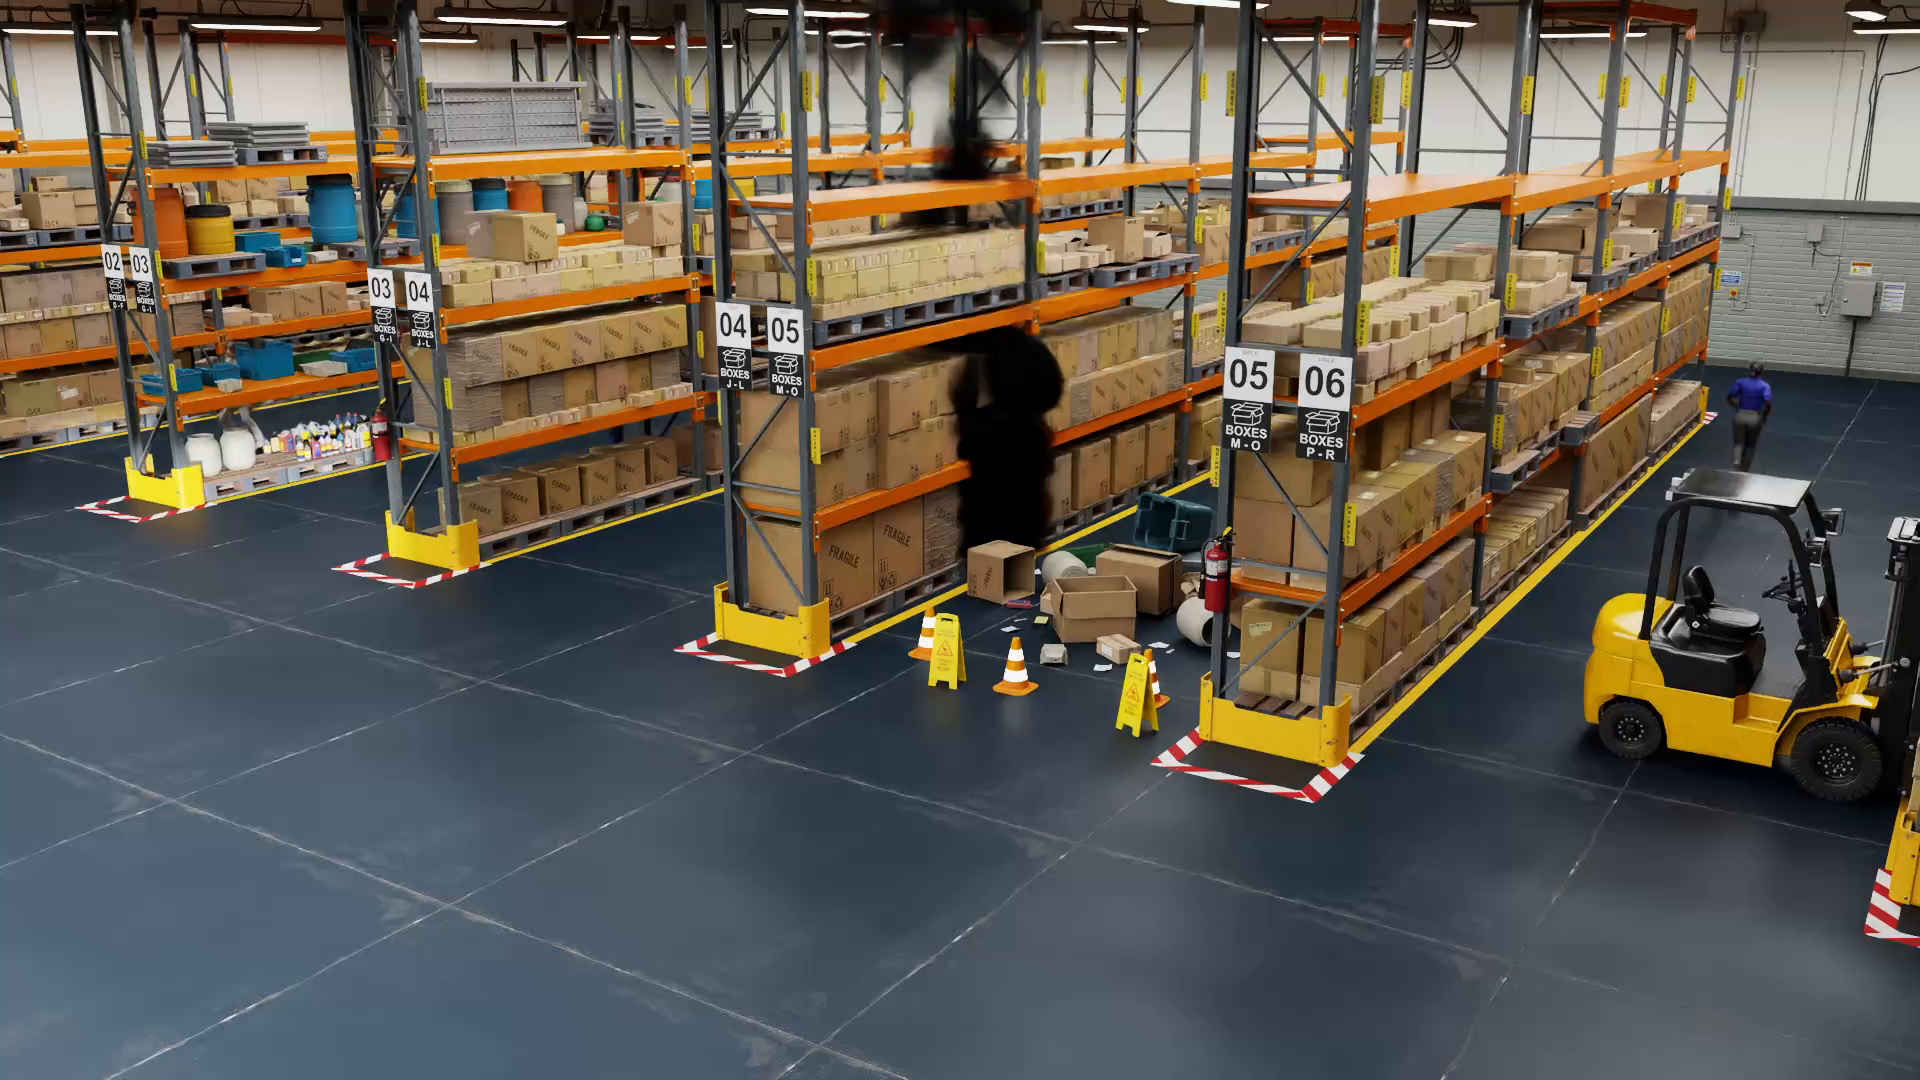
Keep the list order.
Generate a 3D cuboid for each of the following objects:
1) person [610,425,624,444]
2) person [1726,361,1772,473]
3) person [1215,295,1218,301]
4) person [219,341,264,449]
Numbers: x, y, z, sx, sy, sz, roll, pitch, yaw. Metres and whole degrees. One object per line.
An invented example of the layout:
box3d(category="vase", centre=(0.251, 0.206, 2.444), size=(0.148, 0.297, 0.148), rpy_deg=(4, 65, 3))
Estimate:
box3d(category="person", centre=(-4.941, -2.071, 23.697), size=(0.607, 1.593, 0.551), rpy_deg=(5, 16, 16))
box3d(category="person", centre=(10.271, -1.524, 21.710), size=(0.576, 1.644, 0.673), rpy_deg=(11, 19, 35))
box3d(category="person", centre=(4.389, -3.295, 28.004), size=(0.630, 1.674, 0.703), rpy_deg=(10, 19, 33))
box3d(category="person", centre=(-10.175, -1.991, 23.395), size=(0.503, 1.617, 0.682), rpy_deg=(7, 17, 25))
